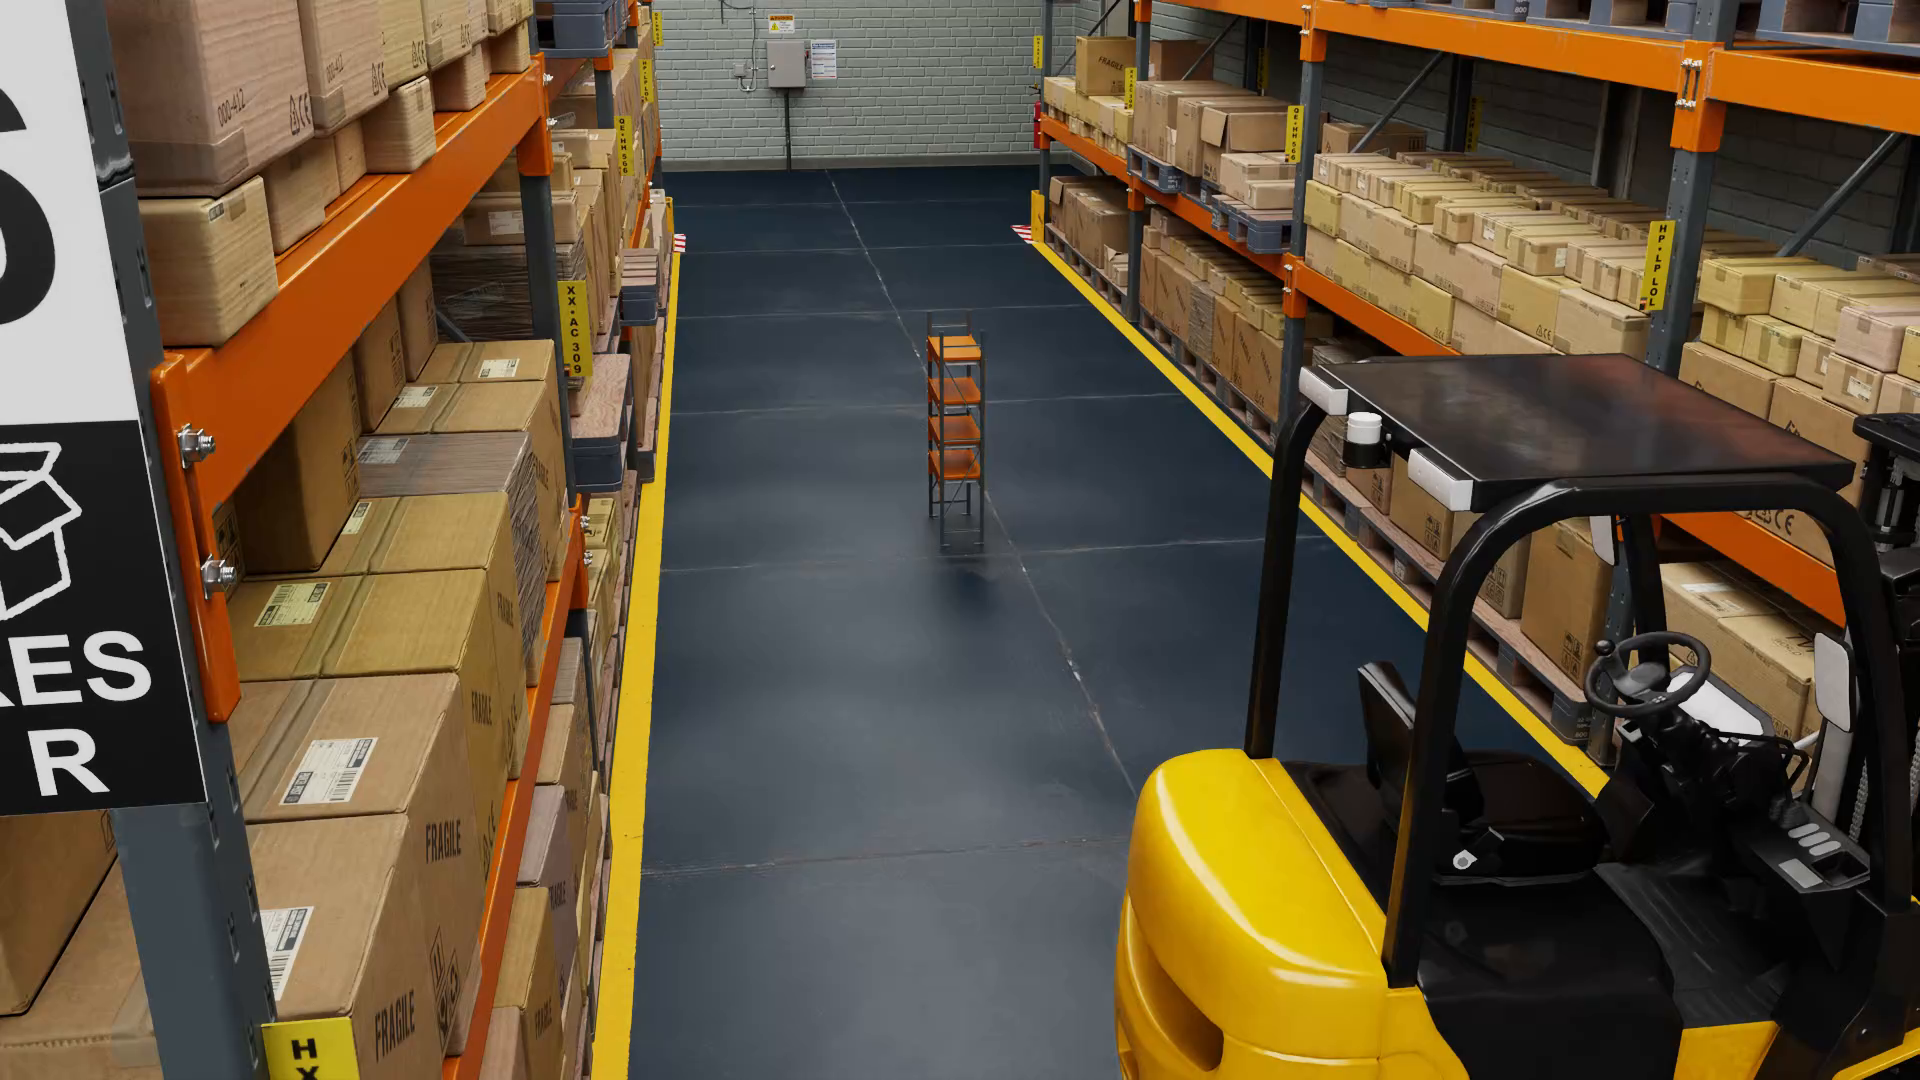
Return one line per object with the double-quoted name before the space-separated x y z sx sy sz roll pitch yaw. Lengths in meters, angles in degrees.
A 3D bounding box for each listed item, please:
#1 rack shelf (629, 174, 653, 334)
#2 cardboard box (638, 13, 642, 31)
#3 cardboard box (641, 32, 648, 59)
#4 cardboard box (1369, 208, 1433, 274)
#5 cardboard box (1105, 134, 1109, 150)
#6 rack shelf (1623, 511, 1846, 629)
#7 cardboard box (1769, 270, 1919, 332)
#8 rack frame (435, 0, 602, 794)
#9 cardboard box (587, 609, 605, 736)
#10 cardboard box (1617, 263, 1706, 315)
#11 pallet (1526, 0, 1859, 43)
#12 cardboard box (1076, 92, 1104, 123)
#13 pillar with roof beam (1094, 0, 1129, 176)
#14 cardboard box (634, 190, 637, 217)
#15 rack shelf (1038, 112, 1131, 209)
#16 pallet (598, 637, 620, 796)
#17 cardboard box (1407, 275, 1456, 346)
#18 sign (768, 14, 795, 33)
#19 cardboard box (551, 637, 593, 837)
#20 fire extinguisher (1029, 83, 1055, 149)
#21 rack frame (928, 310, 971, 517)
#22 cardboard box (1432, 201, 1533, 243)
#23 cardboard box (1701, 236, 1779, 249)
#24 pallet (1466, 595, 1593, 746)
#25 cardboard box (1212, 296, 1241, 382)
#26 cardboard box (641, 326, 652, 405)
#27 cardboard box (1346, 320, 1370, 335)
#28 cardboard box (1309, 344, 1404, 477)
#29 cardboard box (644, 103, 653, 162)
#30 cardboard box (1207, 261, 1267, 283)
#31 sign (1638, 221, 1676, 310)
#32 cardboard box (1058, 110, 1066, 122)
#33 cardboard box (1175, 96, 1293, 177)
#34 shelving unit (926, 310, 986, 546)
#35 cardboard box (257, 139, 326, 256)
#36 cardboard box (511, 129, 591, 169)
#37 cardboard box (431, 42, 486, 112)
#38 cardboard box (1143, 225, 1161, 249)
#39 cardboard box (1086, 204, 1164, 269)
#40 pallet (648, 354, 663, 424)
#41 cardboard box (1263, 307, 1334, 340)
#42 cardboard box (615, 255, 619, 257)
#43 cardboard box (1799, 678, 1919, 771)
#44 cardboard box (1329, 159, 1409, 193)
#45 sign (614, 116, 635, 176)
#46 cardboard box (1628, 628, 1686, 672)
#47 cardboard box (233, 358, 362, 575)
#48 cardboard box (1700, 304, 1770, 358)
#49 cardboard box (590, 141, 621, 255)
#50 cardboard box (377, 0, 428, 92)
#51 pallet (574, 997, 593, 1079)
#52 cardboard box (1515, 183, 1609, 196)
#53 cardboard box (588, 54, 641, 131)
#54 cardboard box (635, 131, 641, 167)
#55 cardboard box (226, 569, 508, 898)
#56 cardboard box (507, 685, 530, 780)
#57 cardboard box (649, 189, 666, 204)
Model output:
"rack shelf" -2.697 -2.013 11.348 1.077 0.370 4.000 -3 21 -8
"cardboard box" -2.975 -4.513 14.512 0.380 0.149 0.250 -3 21 -8
"cardboard box" -2.943 -4.088 14.303 0.500 0.500 0.500 -3 21 -7
"cardboard box" 2.454 -1.552 8.584 0.500 0.250 0.500 -3 21 -9
"cardboard box" 1.499 -3.544 14.778 0.380 0.149 0.250 -2 21 -6
"rack shelf" 3.368 0.505 4.606 1.077 0.370 4.000 -3 21 -8
"cardboard box" 2.976 -0.804 5.587 0.380 0.149 0.250 -3 21 -7
"rack frame" -1.832 -0.273 5.660 1.000 3.000 0.127 -3 21 -8
"cardboard box" -1.910 0.580 6.532 0.950 0.372 0.625 -3 21 -7
"cardboard box" 2.810 -0.982 6.489 0.380 0.149 0.250 -2 21 -6
"pallet" 2.939 -2.145 6.658 0.805 0.209 1.217 -4 21 -10
"cardboard box" 1.392 -4.052 15.567 0.500 0.250 0.500 -3 21 -9
"pillar with roof beam" -2.407 -8.252 18.448 9.100 9.000 0.400 -3 21 -8
"cardboard box" -2.466 -2.299 11.300 0.500 0.250 0.500 -3 21 -8
"rack shelf" 1.638 -3.650 15.730 1.077 0.370 4.000 -3 21 -8
"pallet" -1.946 0.764 6.869 1.003 0.211 1.213 -3 21 -8
"cardboard box" 2.547 -1.141 8.199 0.500 0.250 0.500 -2 21 -6
"sign" -2.383 -6.890 22.196 0.339 0.242 0.001 -3 21 -8
"cardboard box" -1.481 0.658 5.424 0.500 0.500 0.500 -3 21 -9
"fire extinguisher" 0.871 -4.496 17.610 0.296 0.674 0.183 -3 21 -8
"rack frame" -0.059 -0.704 9.386 0.240 1.200 0.015 -3 21 -8
"cardboard box" 2.482 -1.511 7.905 0.380 0.149 0.250 -3 21 -9
"cardboard box" 3.219 -1.190 7.045 0.380 0.149 0.250 -3 21 -8
"pallet" 2.935 0.529 7.499 1.003 0.211 1.213 -3 21 -8
"cardboard box" 2.089 -1.426 11.719 0.500 0.500 0.500 -2 21 -5
"cardboard box" -2.550 -1.412 11.145 0.875 0.875 0.875 -3 21 -7
"cardboard box" 2.736 -1.435 10.818 0.380 0.149 0.250 -2 21 -5
"cardboard box" 2.579 -0.777 9.804 0.875 0.625 0.625 -2 21 -6
"cardboard box" -2.862 -3.440 13.996 0.500 0.500 0.500 -3 21 -7
"cardboard box" 2.033 -1.946 12.183 0.380 0.149 0.250 -3 21 -8
"sign" 2.544 -0.999 6.063 0.100 0.325 0.005 -3 21 -8
"cardboard box" 1.208 -4.348 16.930 0.380 0.149 0.250 -2 21 -6
"cardboard box" 1.962 -2.908 11.973 0.700 0.500 0.500 -3 21 -8
"shelving unit" -0.024 -0.619 9.160 0.258 1.200 0.503 -3 21 -8
"cardboard box" -1.113 -0.487 2.304 0.380 0.149 0.250 -2 21 -6
"cardboard box" -1.894 -1.792 7.633 0.380 0.149 0.250 -4 21 -10
"cardboard box" -1.350 -1.110 3.972 0.380 0.149 0.250 -2 21 -6
"cardboard box" 1.715 -2.486 13.632 0.380 0.149 0.250 -2 21 -5
"cardboard box" 1.578 -2.831 15.482 0.700 0.500 0.500 -4 21 -10
"pallet" -2.620 -1.050 11.725 1.003 0.211 1.213 -3 21 -8
"cardboard box" 2.181 -1.397 10.716 0.380 0.149 0.250 -4 21 -10
"cardboard box" -1.909 -1.374 8.366 0.380 0.149 0.250 -4 21 -10
"cardboard box" 2.985 0.631 5.140 0.500 0.250 0.500 -2 21 -6
"cardboard box" 2.297 -2.043 9.328 0.380 0.149 0.250 -2 21 -7
"sign" -1.873 -2.194 9.261 0.100 0.325 0.005 -3 21 -8
"cardboard box" 2.844 0.516 6.164 0.500 0.250 0.500 -3 21 -8
"cardboard box" -1.720 -0.235 3.562 0.700 0.500 0.500 -3 21 -8
"cardboard box" 2.865 -0.752 5.872 0.380 0.149 0.250 -3 21 -9
"cardboard box" -1.983 -1.719 8.363 0.500 0.500 0.500 -3 21 -9
"cardboard box" -1.226 -0.902 2.847 0.500 0.250 0.500 -2 21 -6
"pallet" -1.521 1.687 4.397 1.003 0.211 1.213 -3 21 -8
"cardboard box" 3.059 -1.722 8.470 0.380 0.149 0.250 -3 21 -9
"cardboard box" -2.590 -3.237 12.025 0.500 0.500 0.500 -3 21 -7
"cardboard box" -2.521 -2.715 11.697 0.500 0.250 0.500 -2 21 -6
"cardboard box" -1.202 0.392 3.311 0.500 0.500 0.500 -3 21 -9
"cardboard box" -1.254 0.470 4.031 0.380 0.149 0.250 -3 21 -7
"cardboard box" -3.368 -3.201 16.561 0.875 0.438 0.875 -4 21 -10
